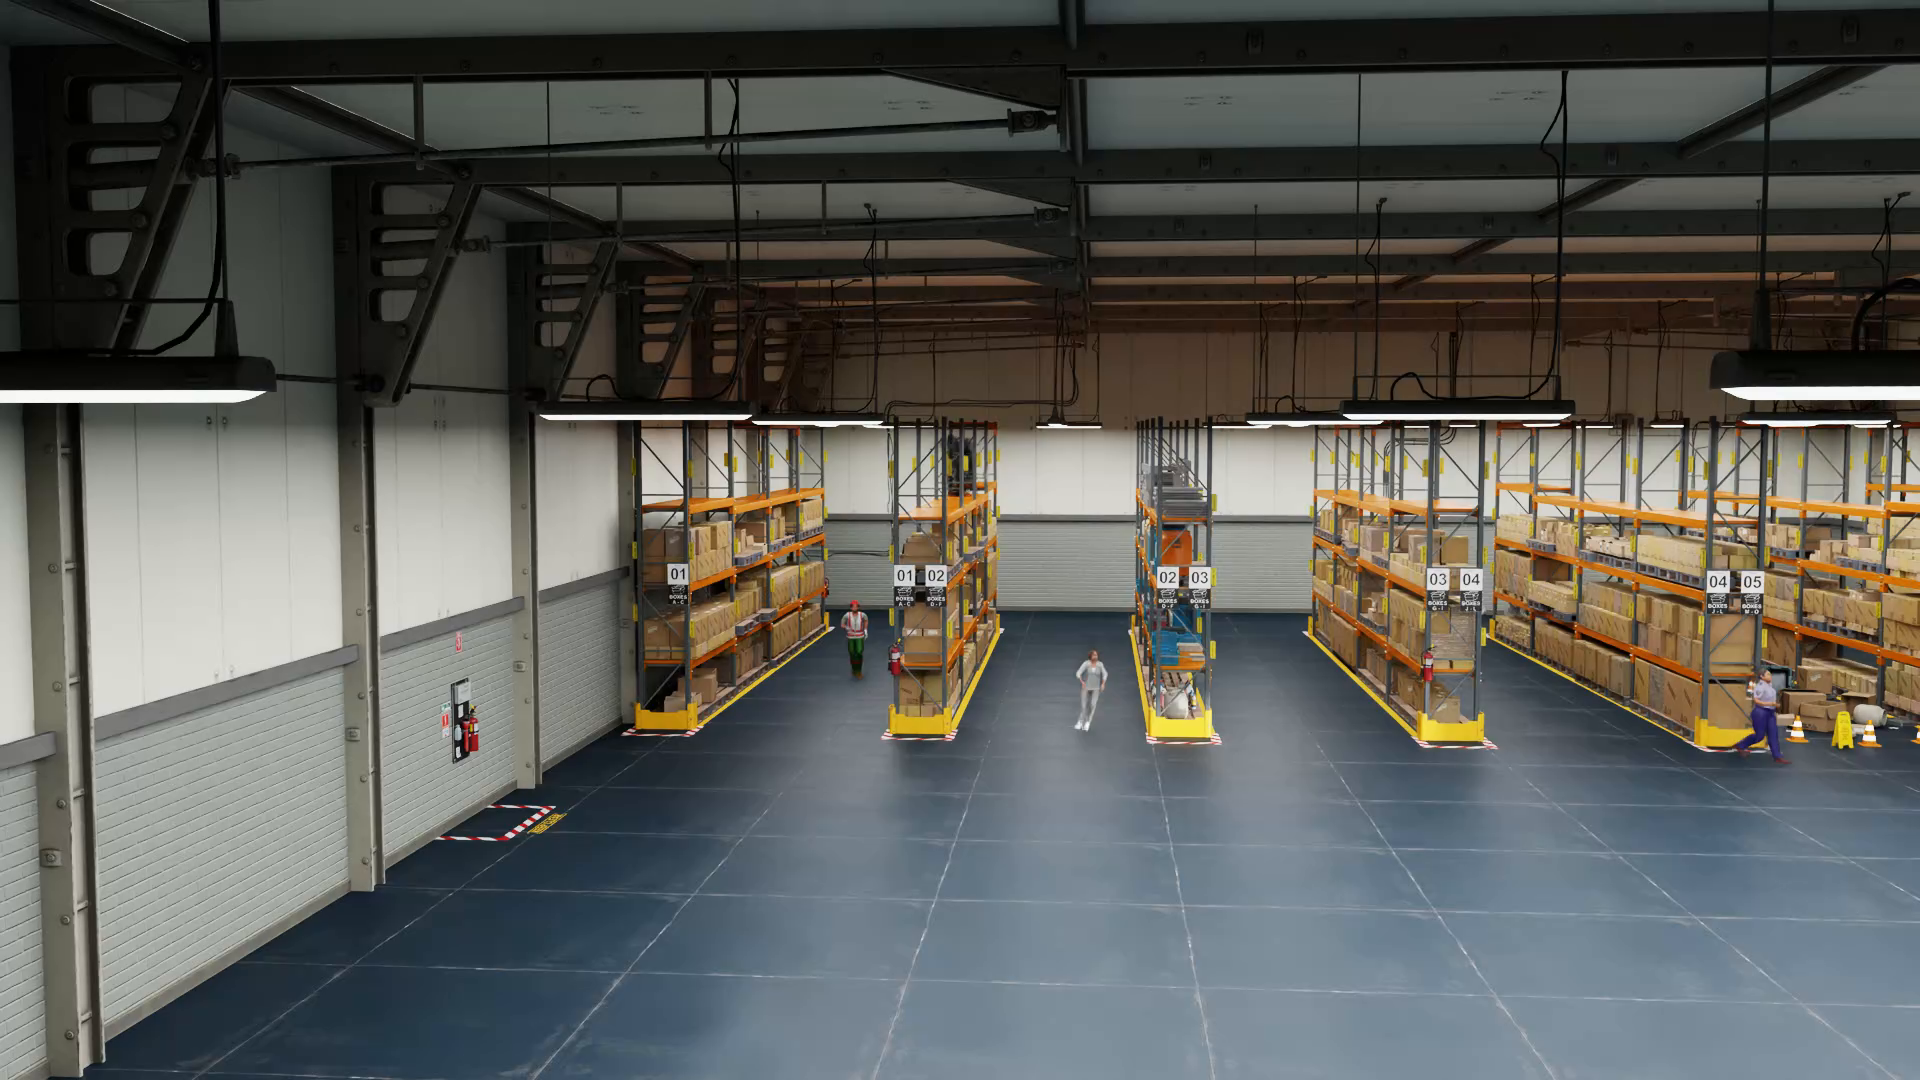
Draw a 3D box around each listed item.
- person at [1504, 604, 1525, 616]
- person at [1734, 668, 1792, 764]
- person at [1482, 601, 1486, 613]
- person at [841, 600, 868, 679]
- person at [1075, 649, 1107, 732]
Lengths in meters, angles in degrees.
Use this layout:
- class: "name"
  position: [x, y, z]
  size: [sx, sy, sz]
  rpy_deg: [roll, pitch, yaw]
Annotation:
- class: "person"
  position: [15.831, 1.788, 47.490]
  size: [0.915, 1.666, 0.645]
  rpy_deg: [3, 5, 38]
- class: "person"
  position: [13.825, 3.016, 28.606]
  size: [0.608, 1.603, 0.928]
  rpy_deg: [-3, 5, -42]
- class: "person"
  position: [13.321, 2.077, 43.073]
  size: [0.586, 1.696, 0.642]
  rpy_deg: [1, 4, 10]
- class: "person"
  position: [-2.457, 2.319, 38.664]
  size: [0.632, 1.841, 0.776]
  rpy_deg: [0, 4, -3]
- class: "person"
  position: [2.509, 2.867, 31.778]
  size: [0.604, 1.568, 0.587]
  rpy_deg: [0, 4, 3]
